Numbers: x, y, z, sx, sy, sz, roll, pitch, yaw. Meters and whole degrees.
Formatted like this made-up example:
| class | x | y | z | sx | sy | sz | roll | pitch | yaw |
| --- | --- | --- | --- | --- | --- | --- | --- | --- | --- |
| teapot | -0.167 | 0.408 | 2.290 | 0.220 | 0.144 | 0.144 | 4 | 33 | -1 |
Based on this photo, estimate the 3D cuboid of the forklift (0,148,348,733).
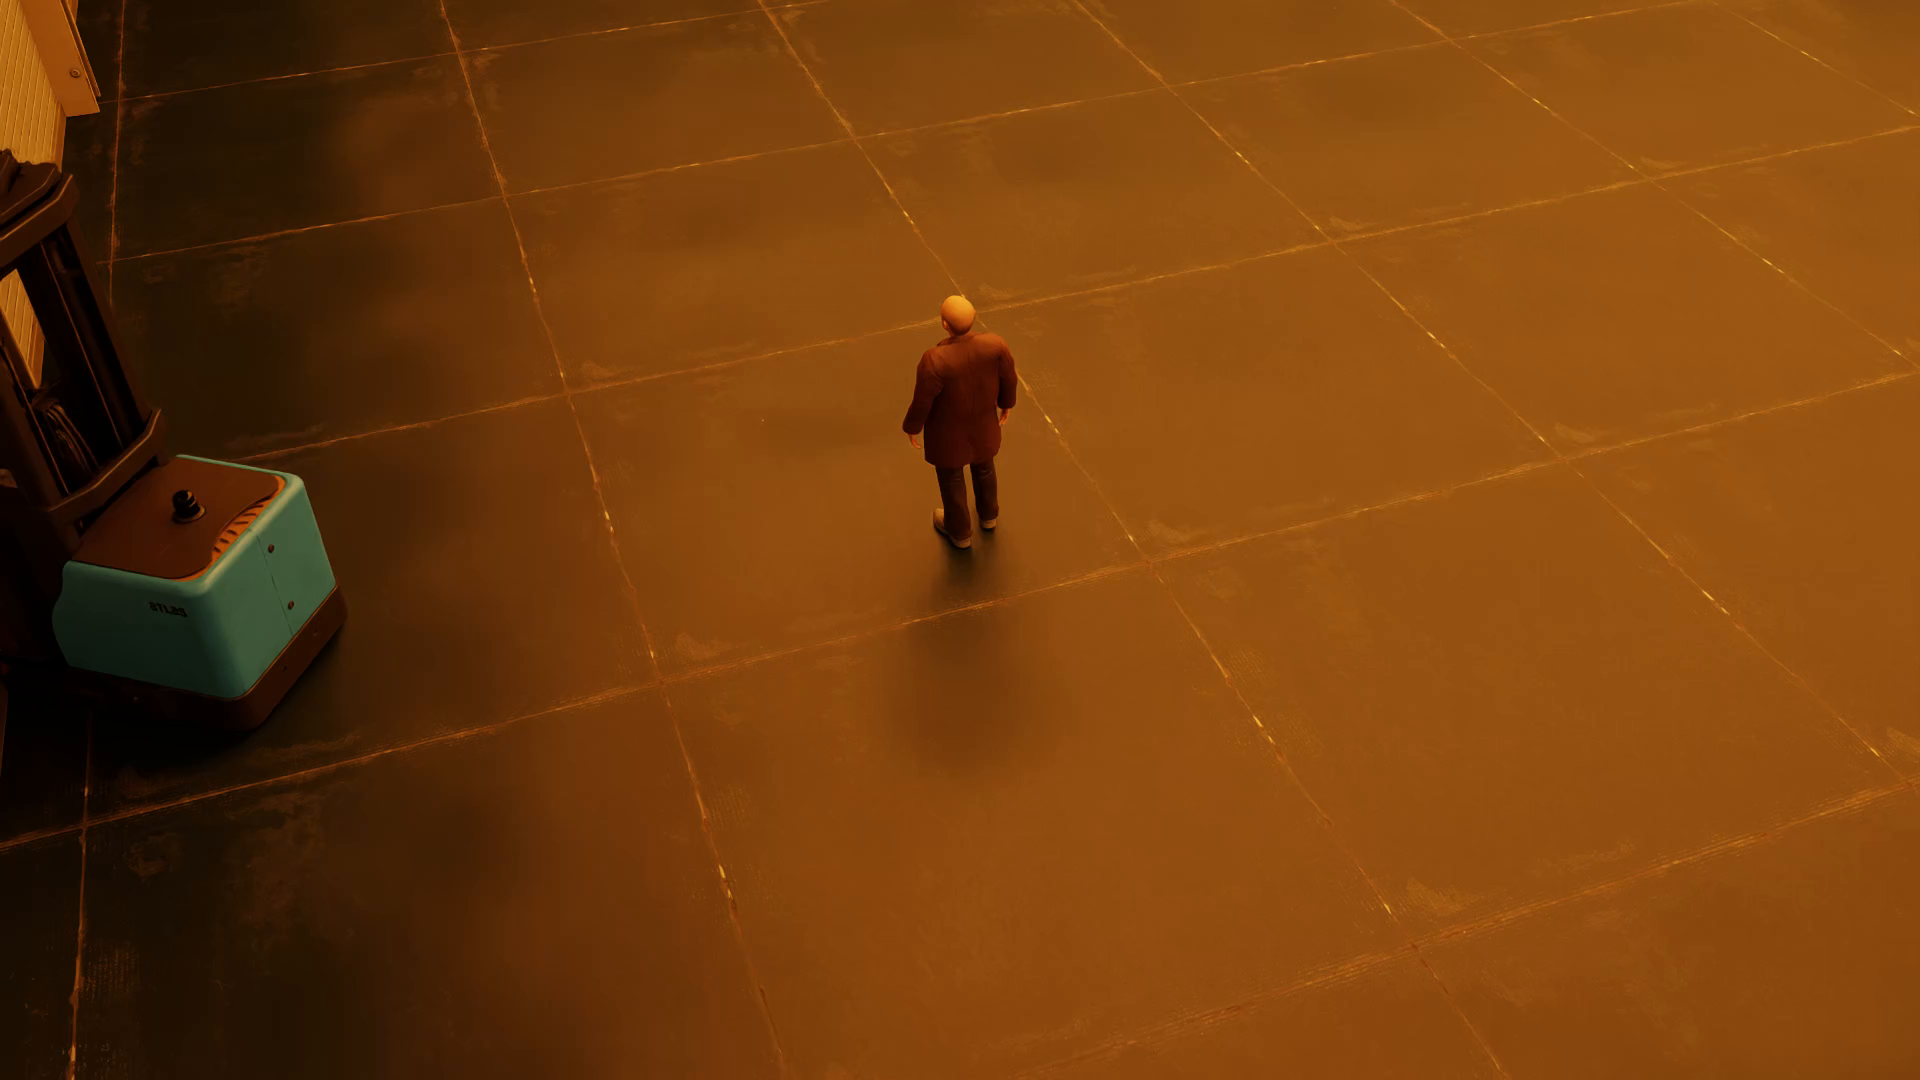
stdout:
| class | x | y | z | sx | sy | sz | roll | pitch | yaw |
| --- | --- | --- | --- | --- | --- | --- | --- | --- | --- |
| forklift | -5.123 | -0.597 | 8.707 | 3.031 | 2.935 | 1.130 | 10 | 41 | 11 |

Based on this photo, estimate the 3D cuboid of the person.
| class | x | y | z | sx | sy | sz | roll | pitch | yaw |
| --- | --- | --- | --- | --- | --- | --- | --- | --- | --- |
| person | -0.022 | -0.745 | 9.769 | 0.684 | 1.776 | 0.576 | -13 | 42 | -15 |
